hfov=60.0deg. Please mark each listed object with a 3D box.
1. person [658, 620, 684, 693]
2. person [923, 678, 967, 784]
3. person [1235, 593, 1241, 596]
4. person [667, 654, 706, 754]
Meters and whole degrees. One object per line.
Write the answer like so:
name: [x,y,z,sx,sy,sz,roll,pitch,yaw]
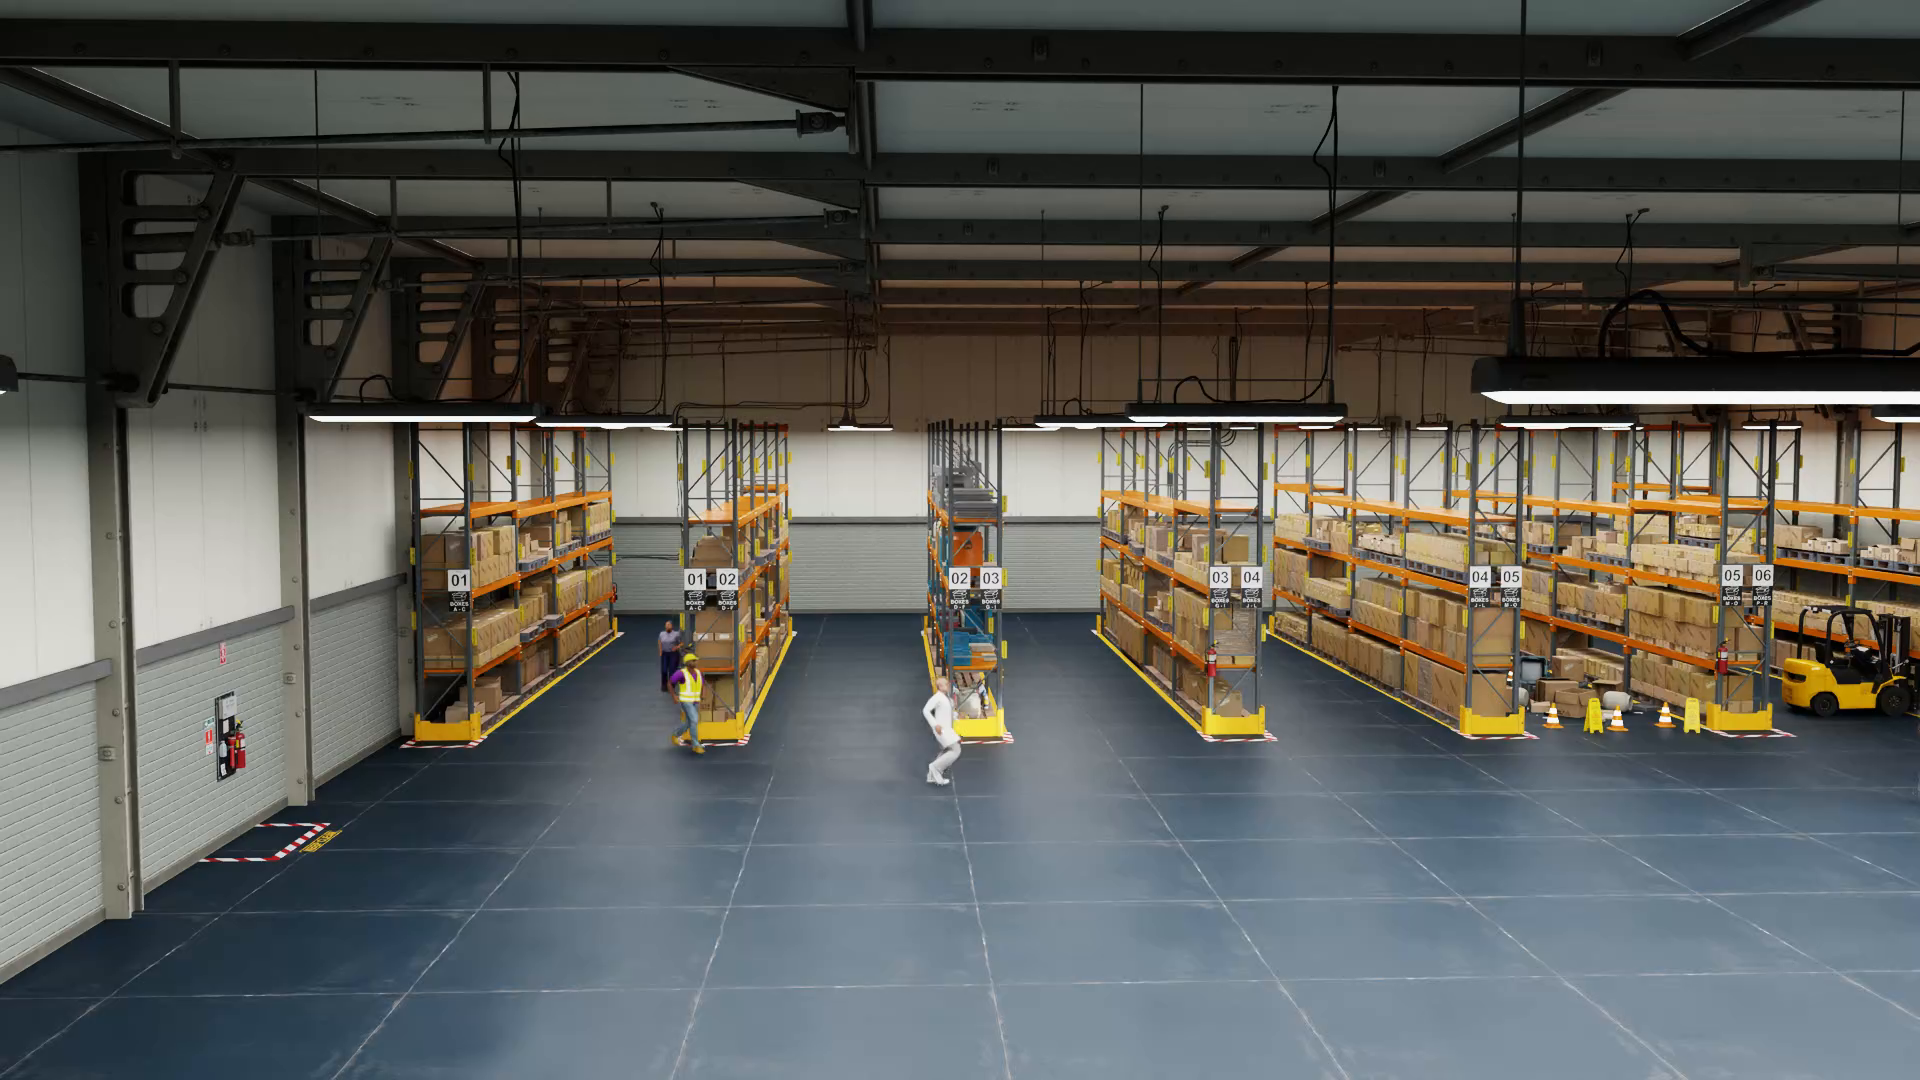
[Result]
person: [-6.373,2.576,36.530,0.588,1.613,0.574,0,4,-1]
person: [-0.223,3.109,27.038,0.672,1.740,0.690,1,4,14]
person: [7.769,1.916,45.587,0.668,1.719,0.985,0,4,-3]
person: [-4.868,2.928,30.024,0.924,1.759,0.710,3,5,37]
